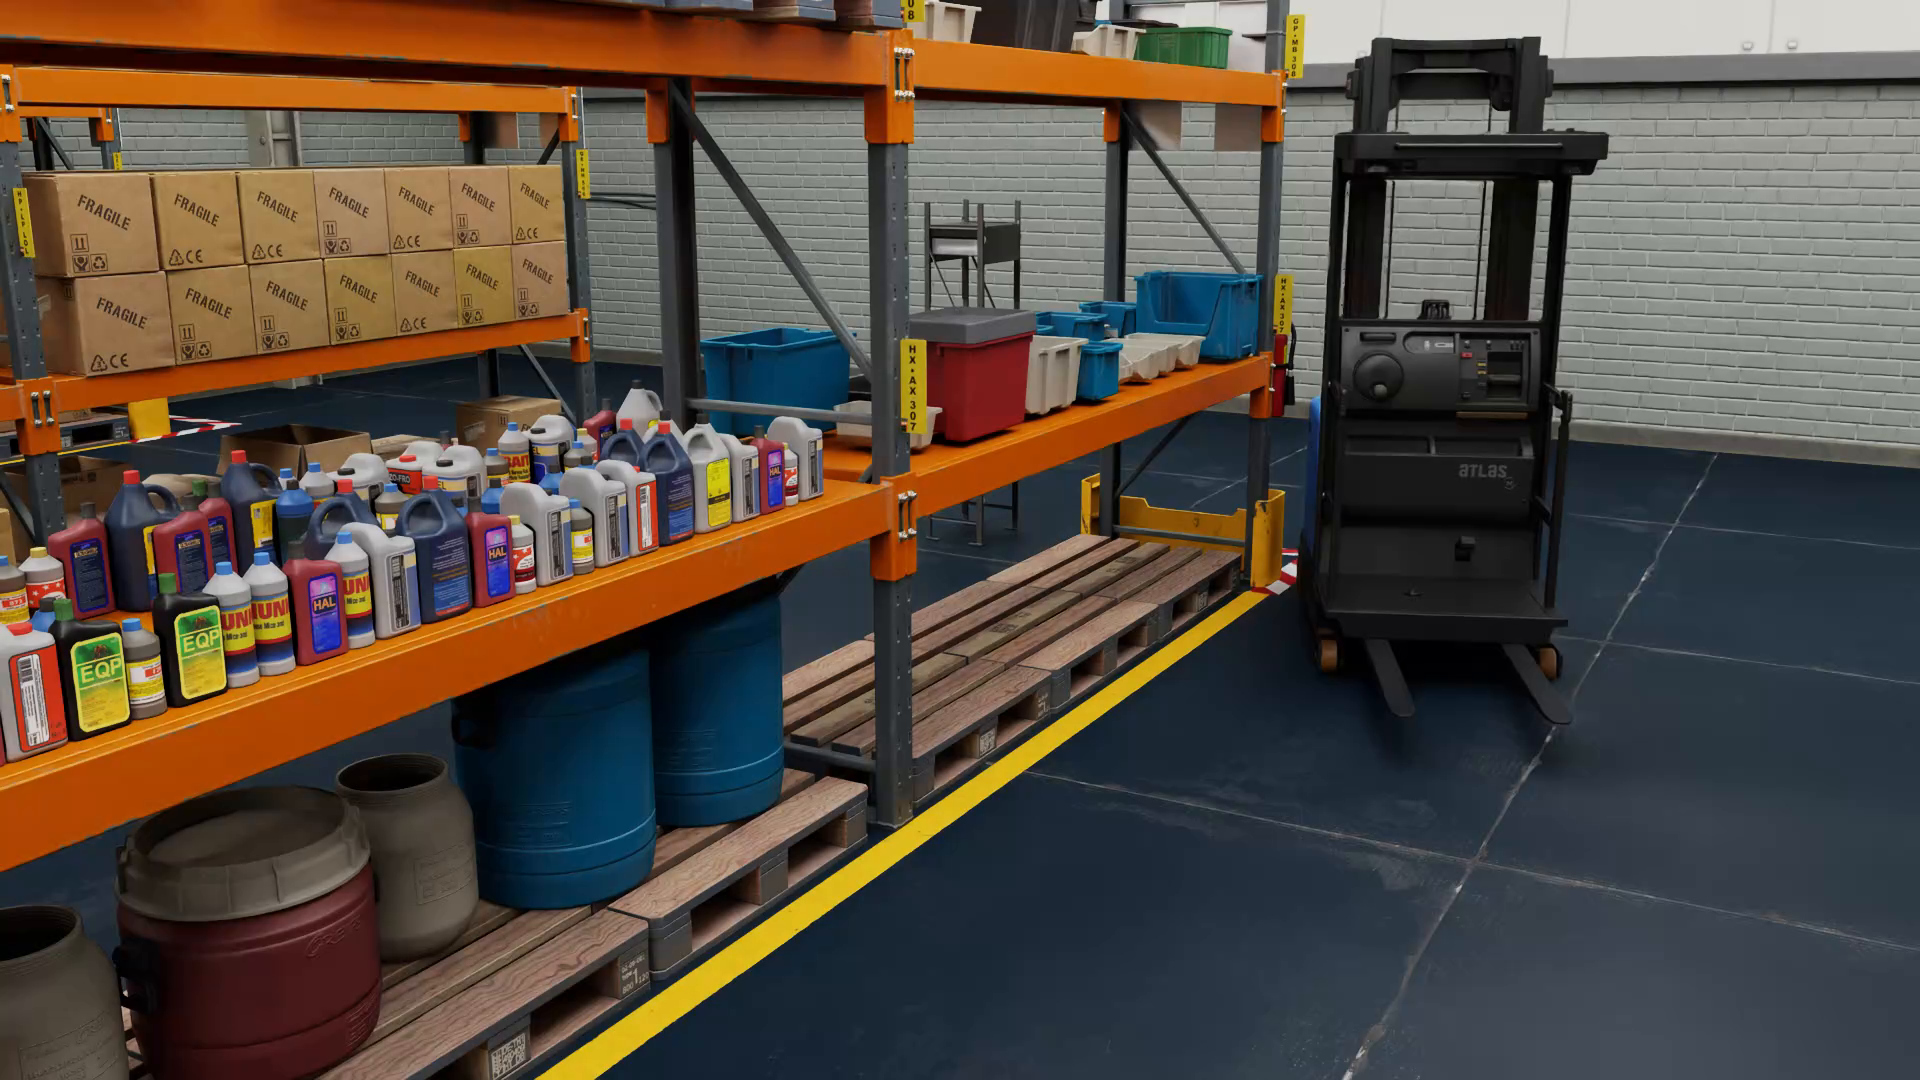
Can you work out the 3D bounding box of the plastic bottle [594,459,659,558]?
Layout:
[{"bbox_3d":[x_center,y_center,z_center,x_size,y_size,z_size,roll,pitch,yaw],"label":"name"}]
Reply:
[{"bbox_3d":[-0.969,-0.102,4.820,0.152,0.276,0.135,7,15,28],"label":"plastic bottle"}]

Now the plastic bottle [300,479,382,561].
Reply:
[{"bbox_3d":[-1.529,0.028,4.123,0.144,0.351,0.185,7,15,28],"label":"plastic bottle"}]

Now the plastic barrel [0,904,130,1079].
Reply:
[{"bbox_3d":[-2.158,1.140,3.818,0.421,0.512,0.421,0,14,0],"label":"plastic barrel"}]

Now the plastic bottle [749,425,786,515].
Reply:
[{"bbox_3d":[-0.620,-0.231,5.341,0.061,0.283,0.133,7,15,28],"label":"plastic bottle"}]

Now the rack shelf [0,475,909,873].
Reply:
[{"bbox_3d":[-1.607,0.302,4.416,1.077,0.370,4.000,7,15,28],"label":"rack shelf"}]

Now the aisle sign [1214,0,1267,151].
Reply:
[{"bbox_3d":[1.584,-2.524,9.056,0.394,0.787,0.004,7,15,28],"label":"aisle sign"}]

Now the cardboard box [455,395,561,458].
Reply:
[{"bbox_3d":[-3.088,-0.700,11.431,0.500,0.500,0.500,7,15,28],"label":"cardboard box"}]

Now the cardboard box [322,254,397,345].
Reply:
[{"bbox_3d":[-3.757,-1.455,9.954,0.500,0.500,0.500,7,15,27],"label":"cardboard box"}]

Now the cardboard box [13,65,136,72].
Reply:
[{"bbox_3d":[-4.523,-2.477,8.328,0.500,0.250,0.500,7,15,28],"label":"cardboard box"}]

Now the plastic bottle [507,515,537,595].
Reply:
[{"bbox_3d":[-1.178,0.037,4.406,0.097,0.201,0.097,0,14,0],"label":"plastic bottle"}]

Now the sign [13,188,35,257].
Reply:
[{"bbox_3d":[-4.487,-1.521,7.971,0.100,0.325,0.005,7,15,28],"label":"sign"}]

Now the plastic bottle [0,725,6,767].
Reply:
[{"bbox_3d":[-1.883,0.305,3.117,0.061,0.283,0.133,7,15,28],"label":"plastic bottle"}]

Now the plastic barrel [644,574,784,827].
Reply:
[{"bbox_3d":[-0.919,0.468,5.775,0.600,0.901,0.708,7,15,28],"label":"plastic barrel"}]

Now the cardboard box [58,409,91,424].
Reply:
[{"bbox_3d":[-7.630,-1.235,13.694,0.700,0.500,0.500,7,15,28],"label":"cardboard box"}]

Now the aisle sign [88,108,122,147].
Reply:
[{"bbox_3d":[-7.082,-3.646,13.709,0.394,0.787,0.004,7,15,28],"label":"aisle sign"}]

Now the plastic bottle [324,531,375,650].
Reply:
[{"bbox_3d":[-1.444,0.115,3.929,0.097,0.271,0.097,0,14,0],"label":"plastic bottle"}]

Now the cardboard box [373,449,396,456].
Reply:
[{"bbox_3d":[-4.036,-0.433,10.859,0.500,0.250,0.500,7,15,28],"label":"cardboard box"}]

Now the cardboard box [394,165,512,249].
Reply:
[{"bbox_3d":[-3.259,-2.149,10.701,0.500,0.500,0.500,8,16,30],"label":"cardboard box"}]

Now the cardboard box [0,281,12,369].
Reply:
[{"bbox_3d":[-4.958,-1.200,8.899,0.500,0.500,0.500,8,16,29],"label":"cardboard box"}]

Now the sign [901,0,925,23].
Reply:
[{"bbox_3d":[-0.160,-1.858,5.421,0.100,0.325,0.005,7,15,28],"label":"sign"}]

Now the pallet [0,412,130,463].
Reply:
[{"bbox_3d":[-7.698,-0.873,13.703,1.003,0.211,1.213,7,15,28],"label":"pallet"}]

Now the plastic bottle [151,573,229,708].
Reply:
[{"bbox_3d":[-1.642,0.203,3.542,0.061,0.283,0.133,7,15,28],"label":"plastic bottle"}]

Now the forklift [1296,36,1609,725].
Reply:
[{"bbox_3d":[2.280,-0.845,7.785,1.130,2.935,3.031,2,14,7],"label":"forklift"}]

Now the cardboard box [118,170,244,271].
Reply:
[{"bbox_3d":[-4.252,-1.725,8.943,0.500,0.500,0.500,7,15,26],"label":"cardboard box"}]

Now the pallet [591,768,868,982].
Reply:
[{"bbox_3d":[-1.050,1.051,5.723,1.003,0.211,1.213,7,15,28],"label":"pallet"}]

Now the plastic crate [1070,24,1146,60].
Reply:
[{"bbox_3d":[0.511,-2.157,7.242,0.437,0.136,0.530,7,15,28],"label":"plastic crate"}]

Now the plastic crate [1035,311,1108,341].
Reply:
[{"bbox_3d":[0.567,-1.078,8.834,0.416,0.233,0.300,7,15,28],"label":"plastic crate"}]

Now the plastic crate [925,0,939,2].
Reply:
[{"bbox_3d":[-0.049,-2.260,7.359,0.437,0.282,0.530,7,15,28],"label":"plastic crate"}]

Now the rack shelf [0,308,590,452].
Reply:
[{"bbox_3d":[-4.008,-1.081,10.151,1.077,0.370,4.000,7,15,28],"label":"rack shelf"}]

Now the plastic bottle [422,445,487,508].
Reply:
[{"bbox_3d":[-1.512,-0.139,4.973,0.152,0.276,0.135,7,15,28],"label":"plastic bottle"}]

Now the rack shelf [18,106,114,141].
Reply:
[{"bbox_3d":[-8.346,-3.099,12.124,1.077,0.370,4.000,7,15,28],"label":"rack shelf"}]

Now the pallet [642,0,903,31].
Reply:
[{"bbox_3d":[-0.934,-1.653,4.991,1.213,0.211,1.003,7,15,28],"label":"pallet"}]

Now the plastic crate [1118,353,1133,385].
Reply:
[{"bbox_3d":[0.664,-0.811,7.933,0.298,0.136,0.250,7,15,28],"label":"plastic crate"}]

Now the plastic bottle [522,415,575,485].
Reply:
[{"bbox_3d":[-1.375,-0.271,5.522,0.152,0.276,0.135,7,15,28],"label":"plastic bottle"}]

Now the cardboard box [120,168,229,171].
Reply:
[{"bbox_3d":[-4.468,-1.897,9.653,0.500,0.500,0.500,8,15,28],"label":"cardboard box"}]

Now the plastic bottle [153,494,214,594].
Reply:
[{"bbox_3d":[-1.984,0.032,4.250,0.061,0.283,0.133,7,15,28],"label":"plastic bottle"}]

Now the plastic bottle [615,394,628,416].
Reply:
[{"bbox_3d":[-1.191,-0.374,5.935,0.061,0.283,0.133,7,15,28],"label":"plastic bottle"}]

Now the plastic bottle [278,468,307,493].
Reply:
[{"bbox_3d":[-1.885,-0.065,4.679,0.097,0.271,0.097,0,14,0],"label":"plastic bottle"}]

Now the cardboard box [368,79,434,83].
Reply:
[{"bbox_3d":[-3.540,-2.885,10.021,0.500,0.250,0.500,7,15,28],"label":"cardboard box"}]

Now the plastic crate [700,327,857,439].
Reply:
[{"bbox_3d":[-0.714,-0.614,6.586,0.392,0.384,0.575,7,15,28],"label":"plastic crate"}]

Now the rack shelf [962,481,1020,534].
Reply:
[{"bbox_3d":[0.080,-0.361,10.596,0.431,0.518,0.480,7,15,28],"label":"rack shelf"}]

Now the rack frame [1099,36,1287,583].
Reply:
[{"bbox_3d":[1.293,-1.279,9.437,1.000,3.000,0.127,7,15,28],"label":"rack frame"}]

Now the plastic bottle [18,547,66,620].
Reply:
[{"bbox_3d":[-2.240,0.119,4.063,0.097,0.201,0.097,0,14,0],"label":"plastic bottle"}]

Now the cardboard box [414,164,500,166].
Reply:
[{"bbox_3d":[-3.487,-2.314,11.386,0.500,0.500,0.500,8,16,30],"label":"cardboard box"}]

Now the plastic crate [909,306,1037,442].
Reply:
[{"bbox_3d":[0.011,-0.673,6.661,0.402,0.464,0.583,7,15,28],"label":"plastic crate"}]

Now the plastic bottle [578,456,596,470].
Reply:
[{"bbox_3d":[-1.087,-0.110,4.864,0.097,0.271,0.097,0,14,0],"label":"plastic bottle"}]

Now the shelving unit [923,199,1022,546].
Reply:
[{"bbox_3d":[0.080,-1.055,10.428,0.431,2.100,0.503,7,15,28],"label":"shelving unit"}]
